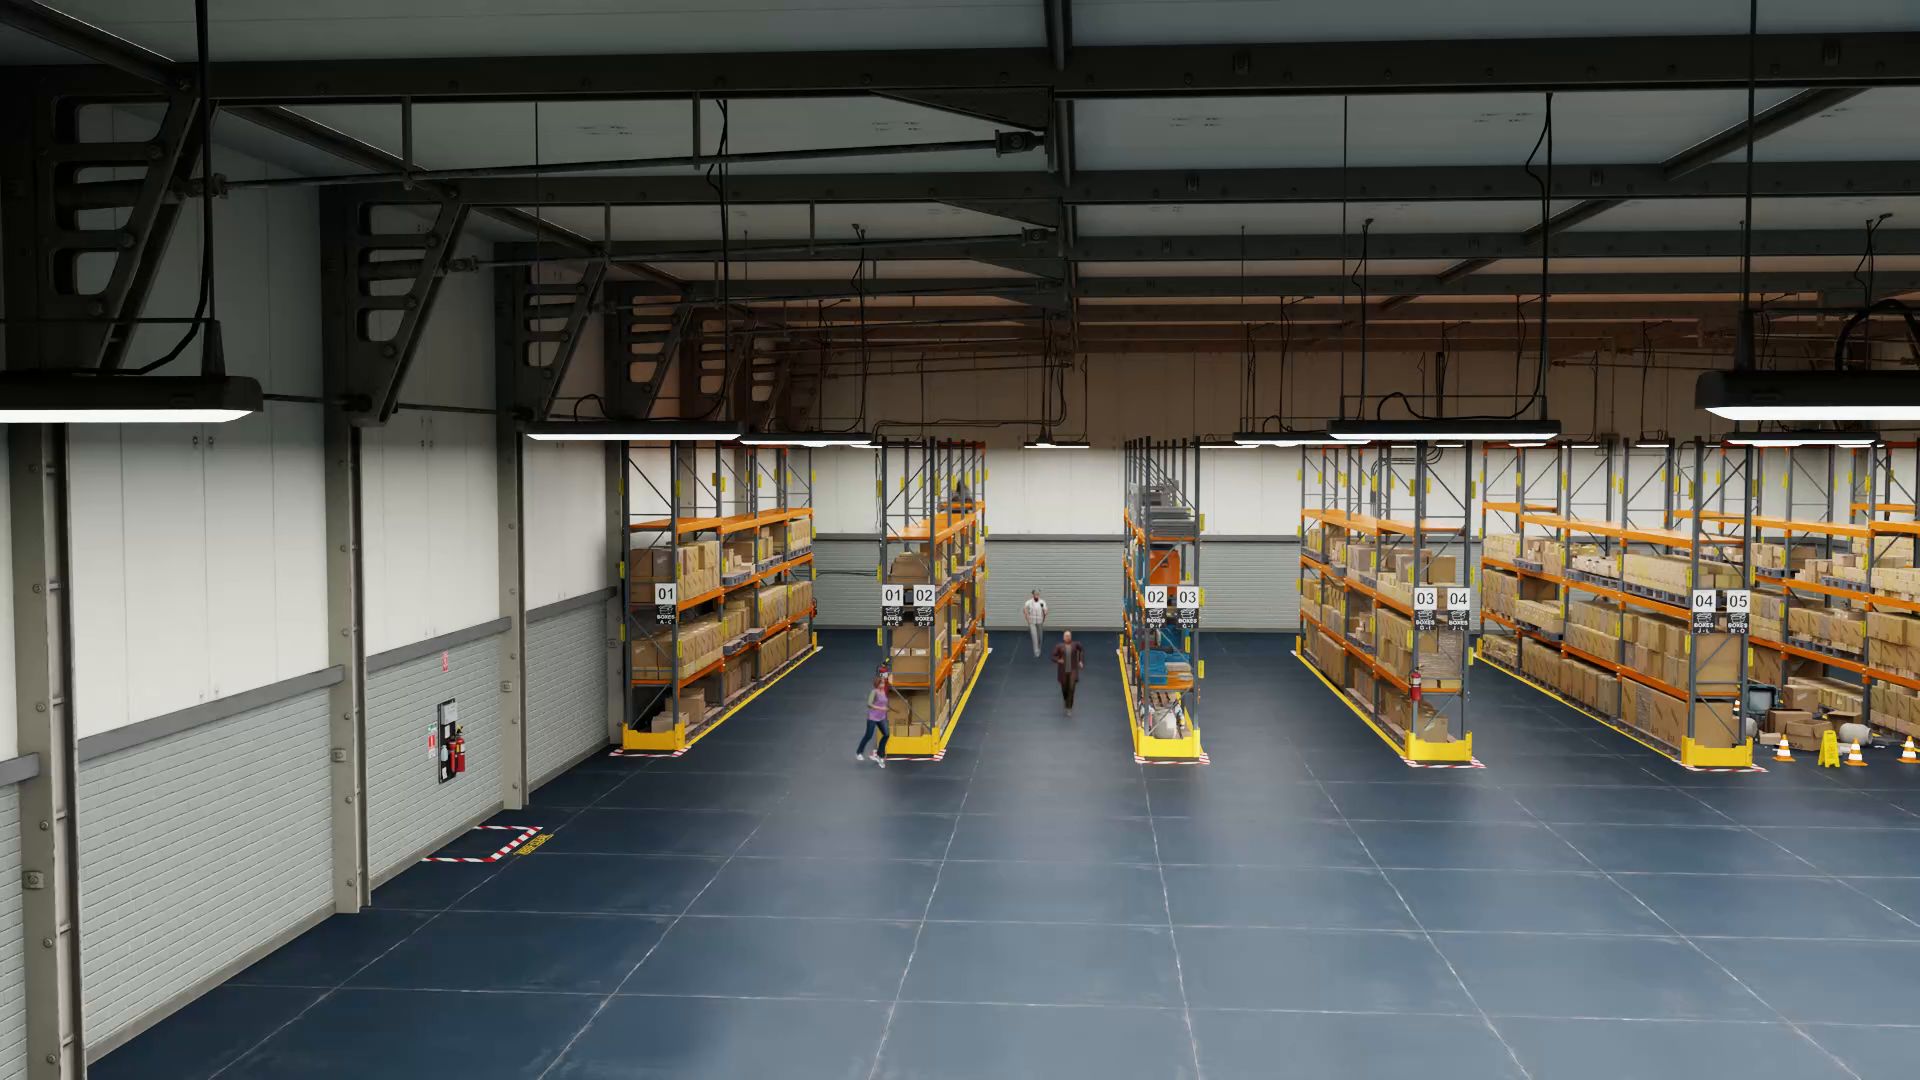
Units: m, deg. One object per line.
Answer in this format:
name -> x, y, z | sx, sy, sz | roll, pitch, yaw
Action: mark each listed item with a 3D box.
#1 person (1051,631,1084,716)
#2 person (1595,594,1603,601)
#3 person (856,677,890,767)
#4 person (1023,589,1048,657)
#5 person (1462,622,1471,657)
person -> 2.356, 2.907, 36.415 | 0.742, 1.836, 1.008 | 0, 3, 0
person -> 18.255, 2.345, 47.527 | 0.625, 1.674, 0.661 | 0, 3, -7
person -> -1.549, 3.305, 30.441 | 0.696, 1.619, 0.584 | 3, 4, 40
person -> 2.024, 2.204, 44.374 | 0.673, 1.803, 0.858 | 0, 3, -7
person -> 13.078, 2.630, 43.625 | 0.596, 1.570, 0.690 | 0, 3, -4
